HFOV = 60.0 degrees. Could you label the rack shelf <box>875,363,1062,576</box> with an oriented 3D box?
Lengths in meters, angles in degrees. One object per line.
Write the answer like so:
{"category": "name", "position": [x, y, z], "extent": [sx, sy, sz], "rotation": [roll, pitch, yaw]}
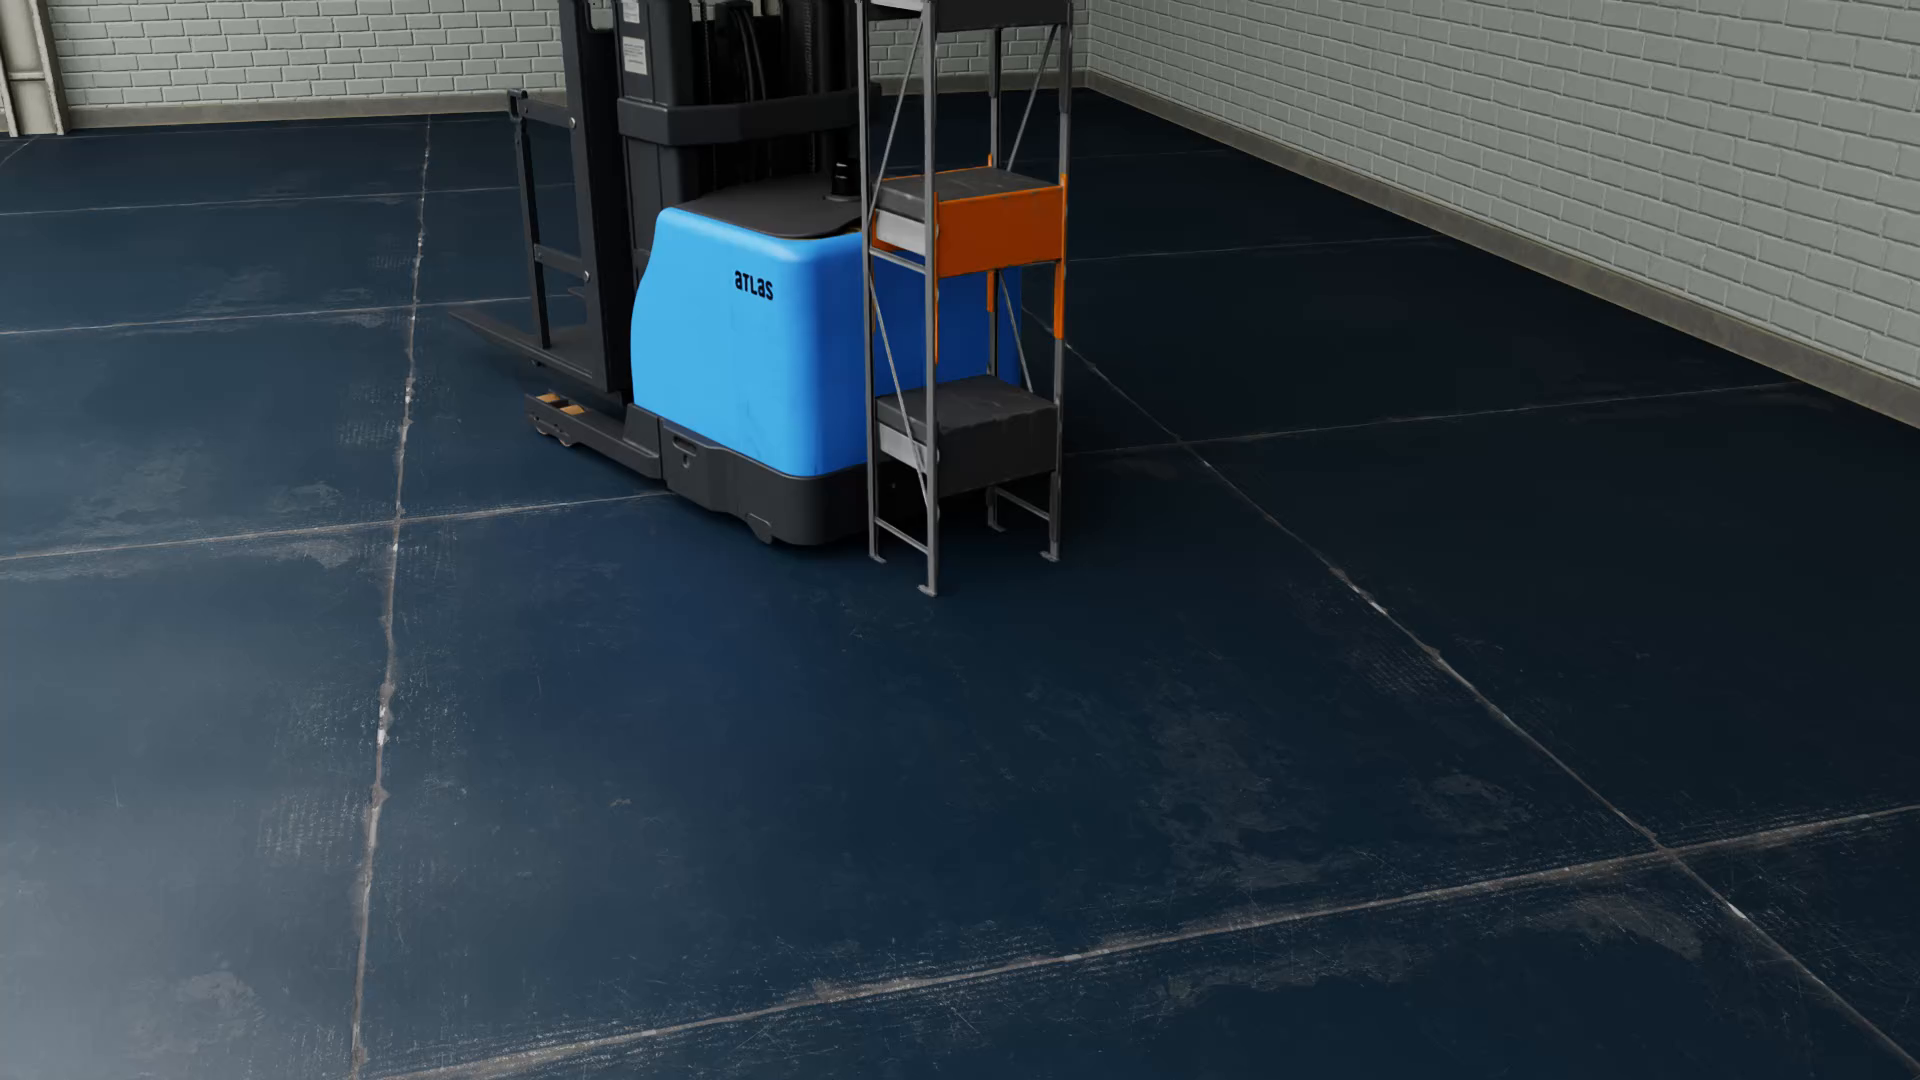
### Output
{"category": "rack shelf", "position": [0.013, -0.244, 5.466], "extent": [0.480, 0.518, 0.431], "rotation": [-15, 27, -31]}

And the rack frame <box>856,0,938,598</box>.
{"category": "rack frame", "position": [-0.189, -0.847, 5.060], "extent": [0.015, 2.100, 0.400], "rotation": [-15, 27, -31]}

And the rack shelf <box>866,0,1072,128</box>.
{"category": "rack shelf", "position": [0.014, -1.531, 4.914], "extent": [0.480, 0.518, 0.431], "rotation": [-15, 27, -31]}

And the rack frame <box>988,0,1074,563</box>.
{"category": "rack frame", "position": [0.216, -0.954, 5.310], "extent": [0.015, 2.100, 0.400], "rotation": [-15, 27, -31]}

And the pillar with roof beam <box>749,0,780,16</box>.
{"category": "pillar with roof beam", "position": [-0.466, -6.427, 9.316], "extent": [0.400, 9.000, 9.100], "rotation": [-6, 24, -14]}

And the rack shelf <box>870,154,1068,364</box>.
{"category": "rack shelf", "position": [0.013, -0.888, 5.190], "extent": [0.480, 0.518, 0.431], "rotation": [-15, 27, -31]}

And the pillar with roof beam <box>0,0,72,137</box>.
{"category": "pillar with roof beam", "position": [-6.243, -5.788, 7.827], "extent": [0.400, 9.000, 9.100], "rotation": [-6, 24, -14]}

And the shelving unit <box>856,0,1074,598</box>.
{"category": "shelving unit", "position": [0.013, -0.900, 5.185], "extent": [0.503, 2.100, 0.431], "rotation": [-15, 27, -31]}

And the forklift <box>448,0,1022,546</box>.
{"category": "forklift", "position": [-1.111, -1.831, 6.300], "extent": [1.130, 2.935, 3.031], "rotation": [-19, 30, -37]}
